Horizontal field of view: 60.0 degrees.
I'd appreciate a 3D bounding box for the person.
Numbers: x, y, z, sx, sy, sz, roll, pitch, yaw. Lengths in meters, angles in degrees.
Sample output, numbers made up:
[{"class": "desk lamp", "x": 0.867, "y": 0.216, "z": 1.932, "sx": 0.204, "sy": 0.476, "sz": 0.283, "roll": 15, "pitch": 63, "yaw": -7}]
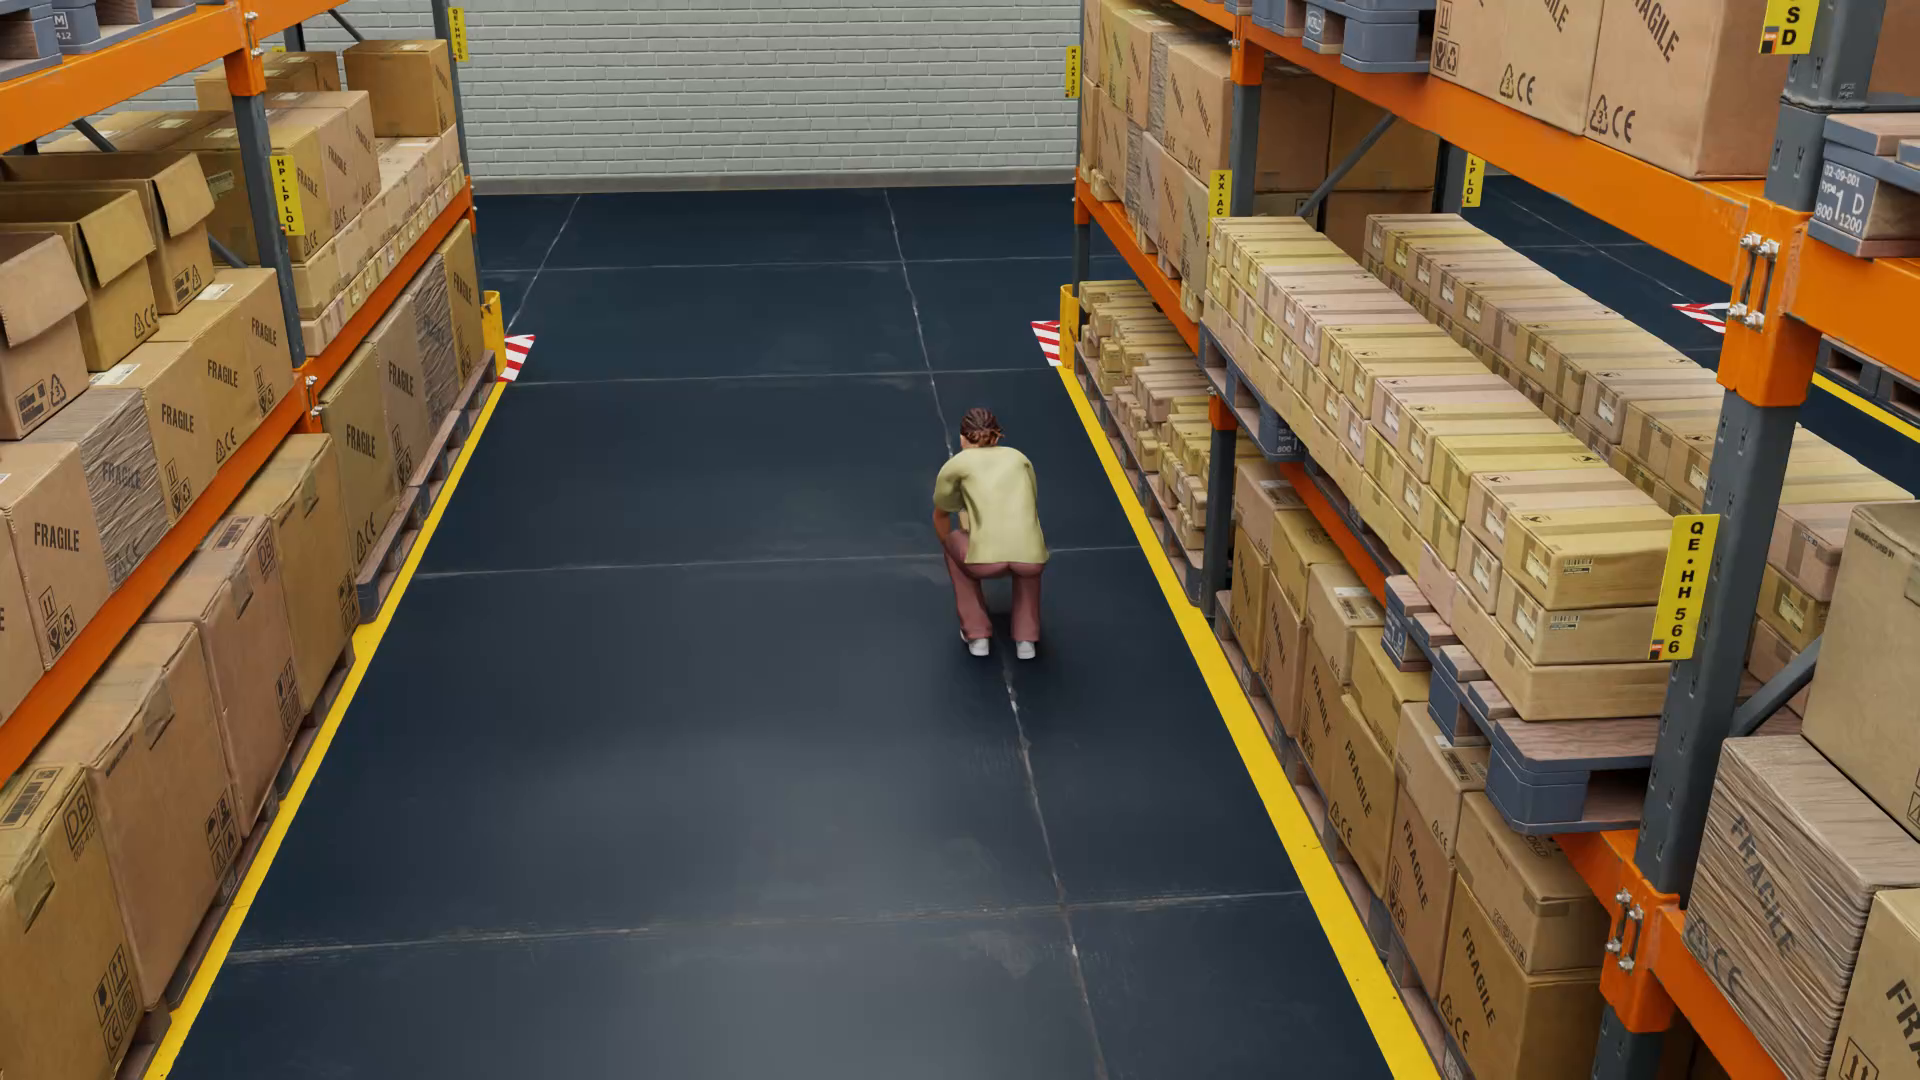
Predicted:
[{"class": "person", "x": 0.137, "y": -0.014, "z": 7.439, "sx": 0.497, "sy": 1.028, "sz": 0.763, "roll": -2, "pitch": 24, "yaw": -5}]
